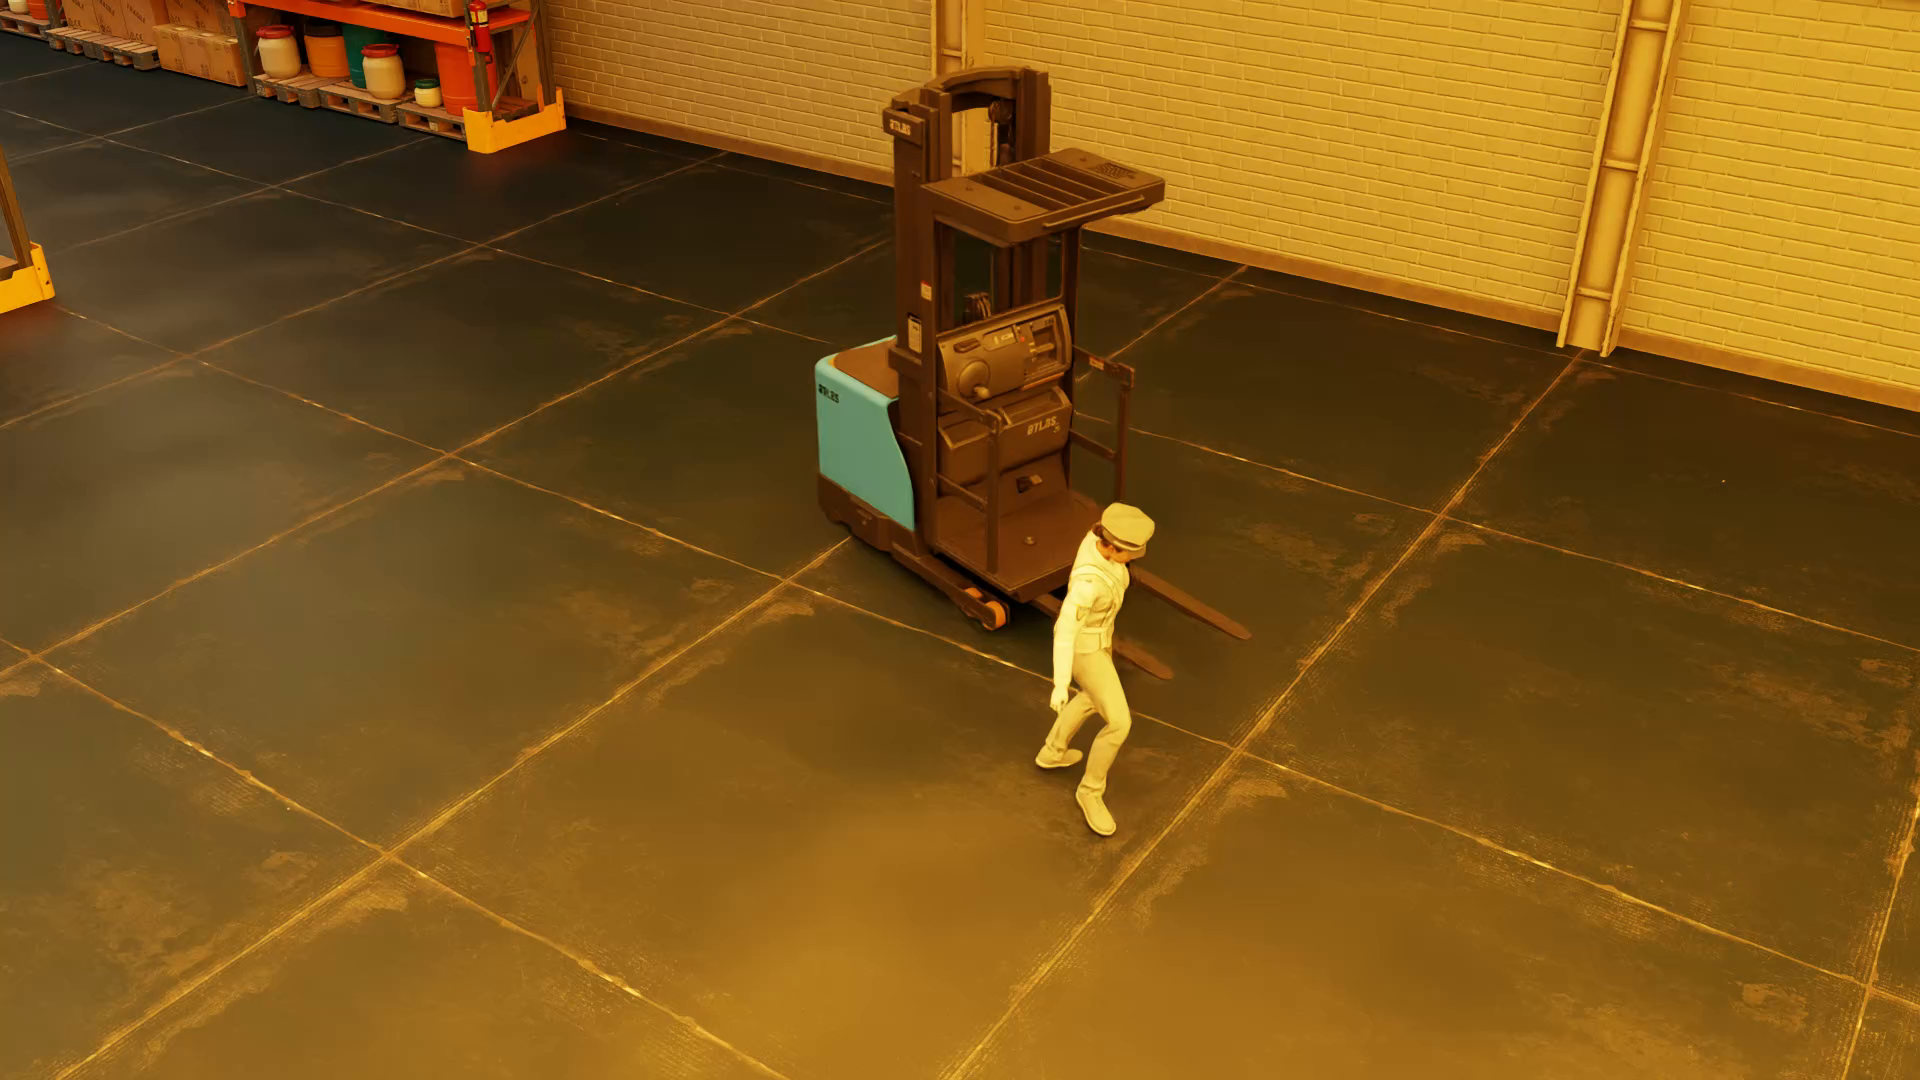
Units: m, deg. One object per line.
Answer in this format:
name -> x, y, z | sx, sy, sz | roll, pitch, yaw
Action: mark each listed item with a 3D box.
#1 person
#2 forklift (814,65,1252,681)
person -> 0.647, 0.506, 8.086 | 0.527, 1.606, 1.056 | 5, 31, 9
forklift -> 0.399, -1.031, 9.357 | 1.130, 2.935, 3.031 | -22, 37, -33
